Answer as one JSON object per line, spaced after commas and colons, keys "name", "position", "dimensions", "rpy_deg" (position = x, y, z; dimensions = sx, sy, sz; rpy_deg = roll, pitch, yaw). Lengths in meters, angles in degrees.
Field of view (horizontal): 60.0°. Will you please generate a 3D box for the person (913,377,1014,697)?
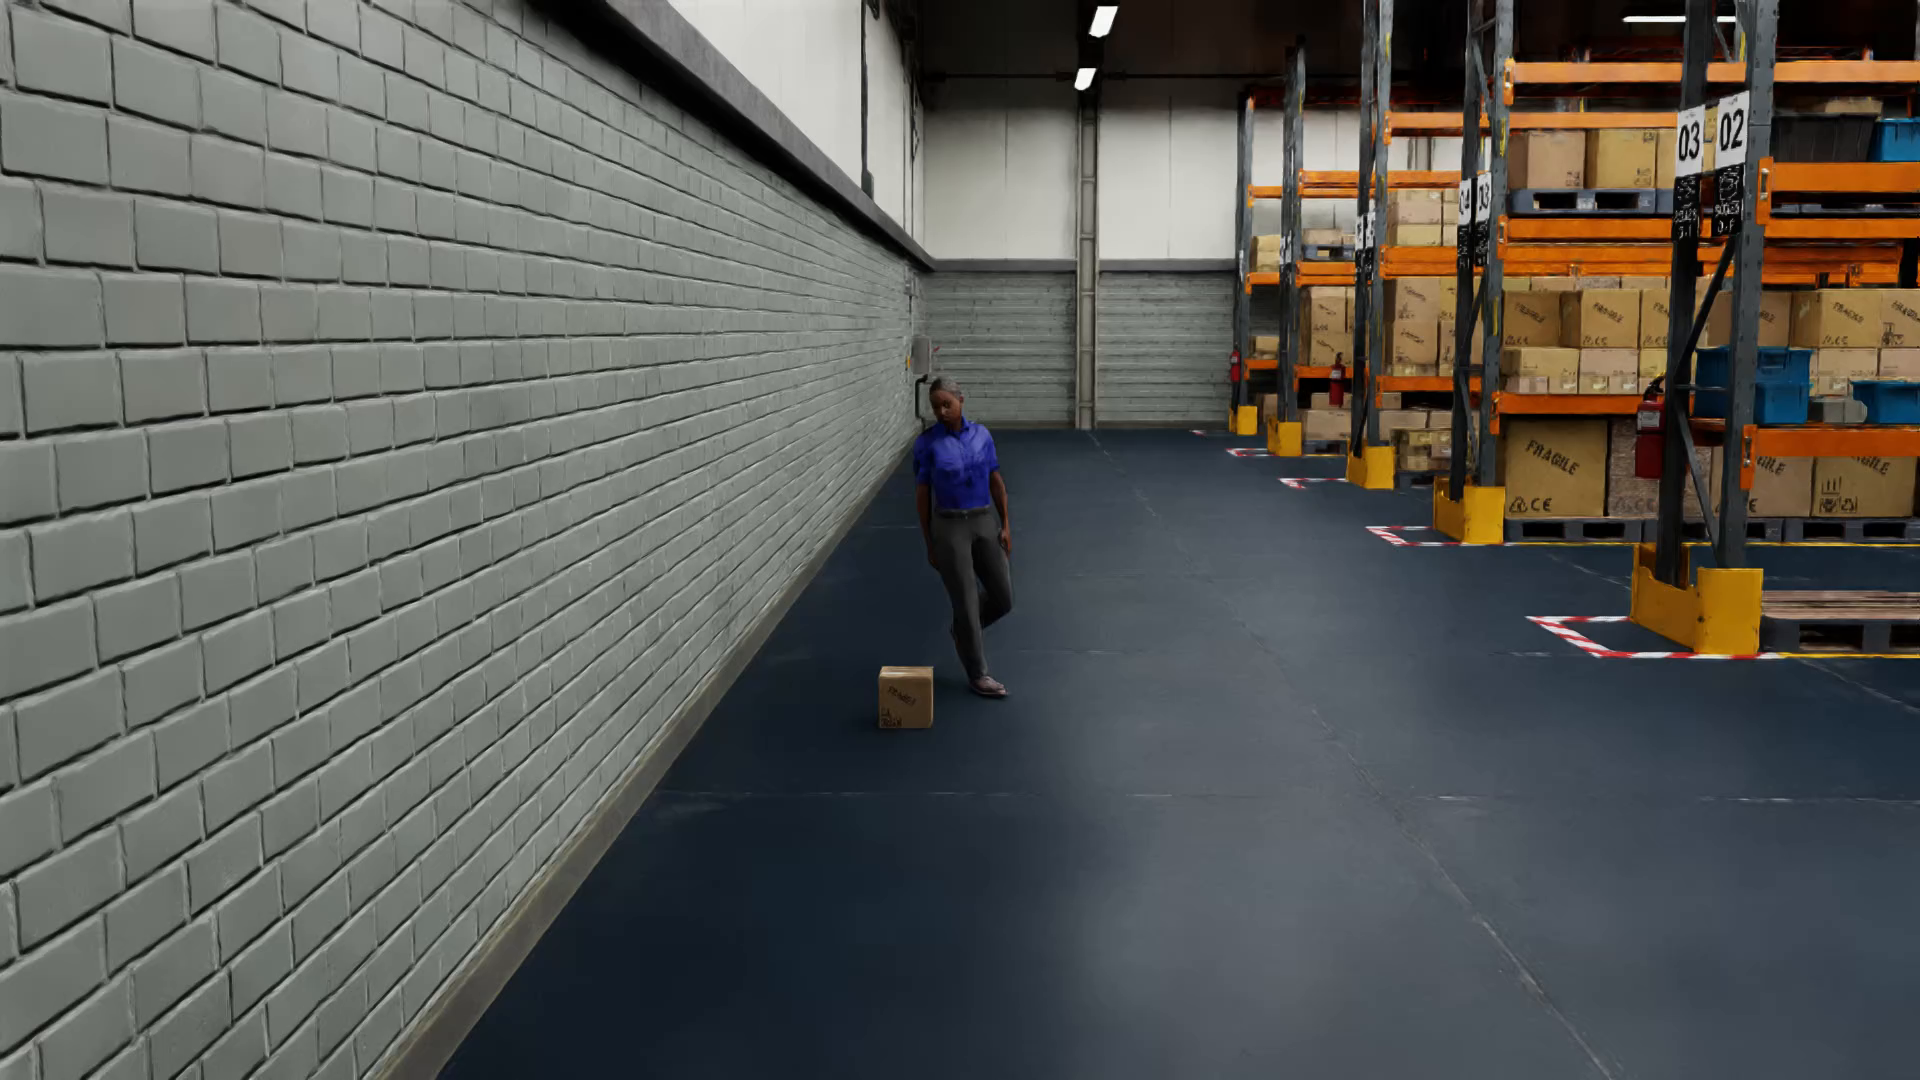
{"name": "person", "position": [-0.006, -0.032, 8.619], "dimensions": [0.504, 1.629, 0.622], "rpy_deg": [-3, 8, -24]}
